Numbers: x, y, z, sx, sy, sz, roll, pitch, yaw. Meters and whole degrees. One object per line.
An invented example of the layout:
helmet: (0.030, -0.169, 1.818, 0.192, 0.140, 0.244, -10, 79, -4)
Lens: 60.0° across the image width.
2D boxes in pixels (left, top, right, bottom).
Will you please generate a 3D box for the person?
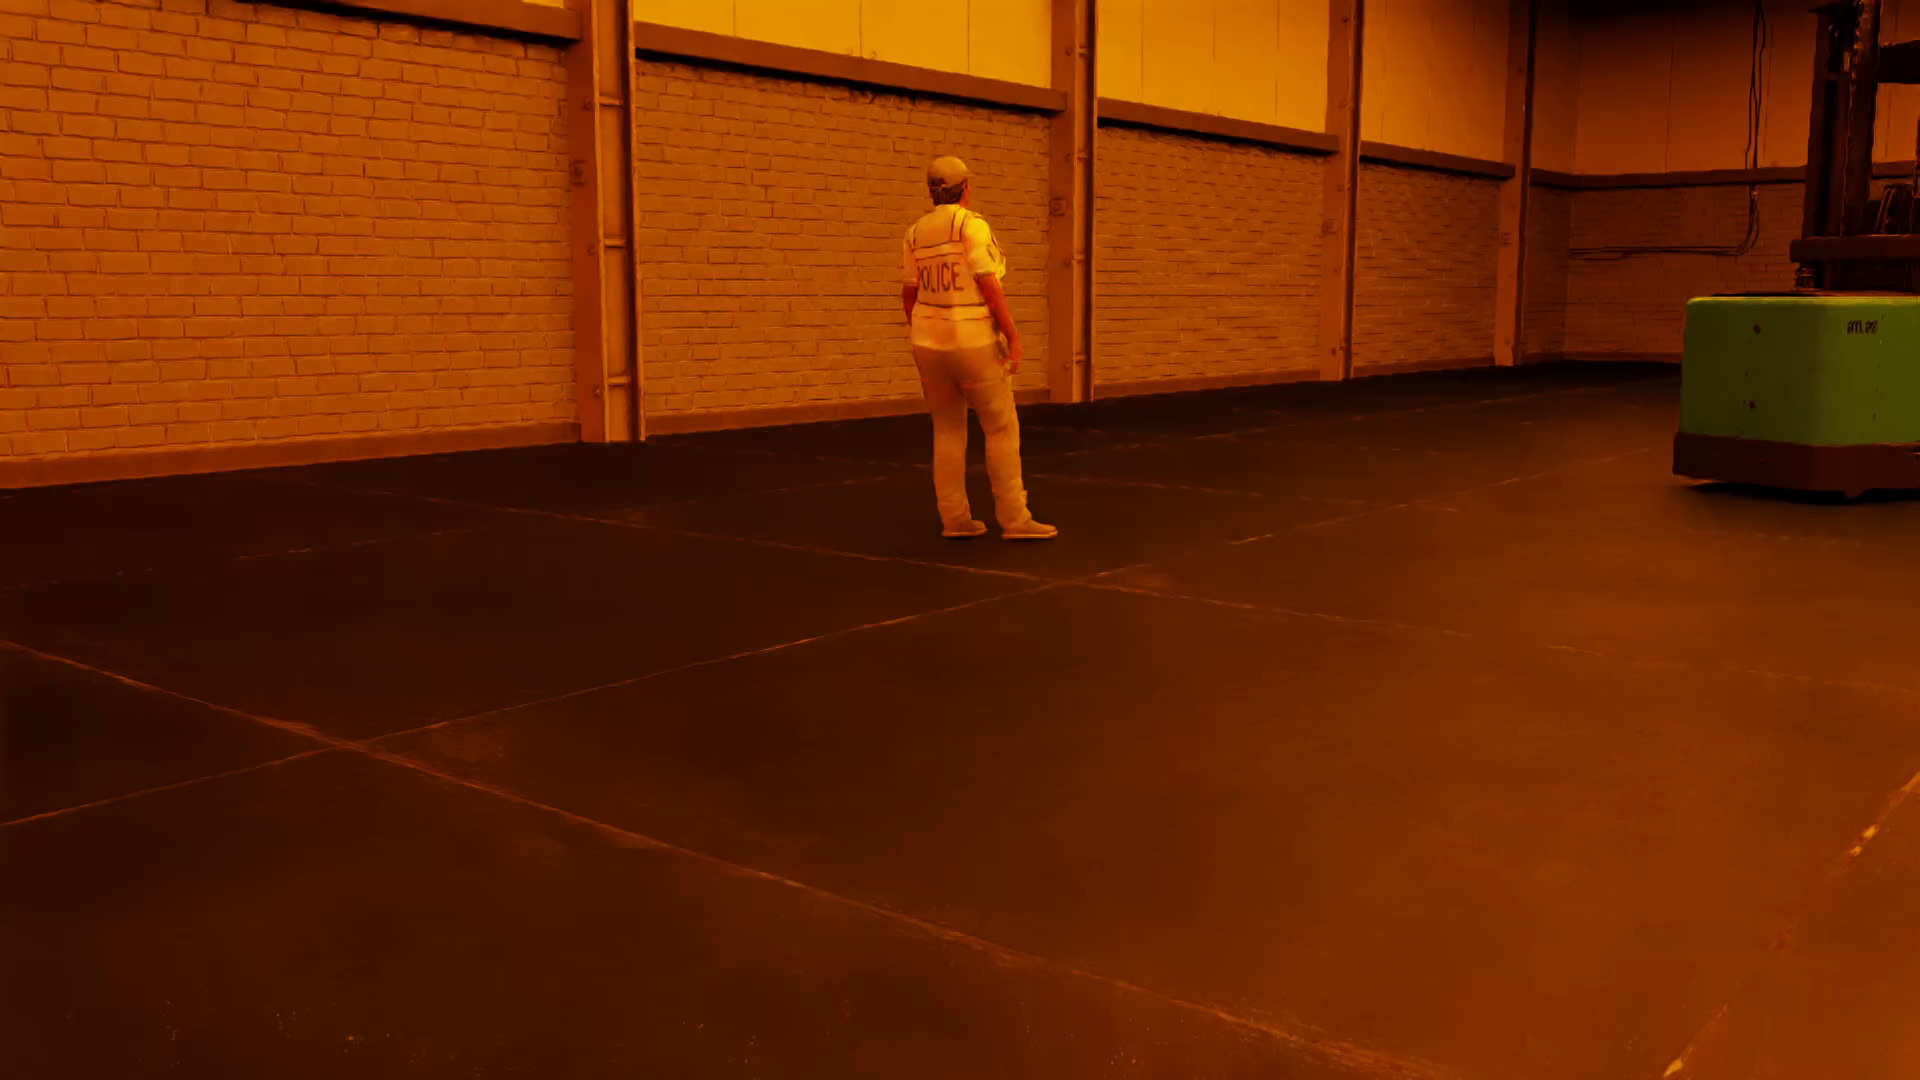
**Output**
person: (0.066, -0.838, 7.328, 0.598, 1.669, 0.529, 7, 11, 38)

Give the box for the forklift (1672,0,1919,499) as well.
forklift: (5.642, -1.779, 9.436, 3.031, 2.935, 1.130, -3, 9, -22)
